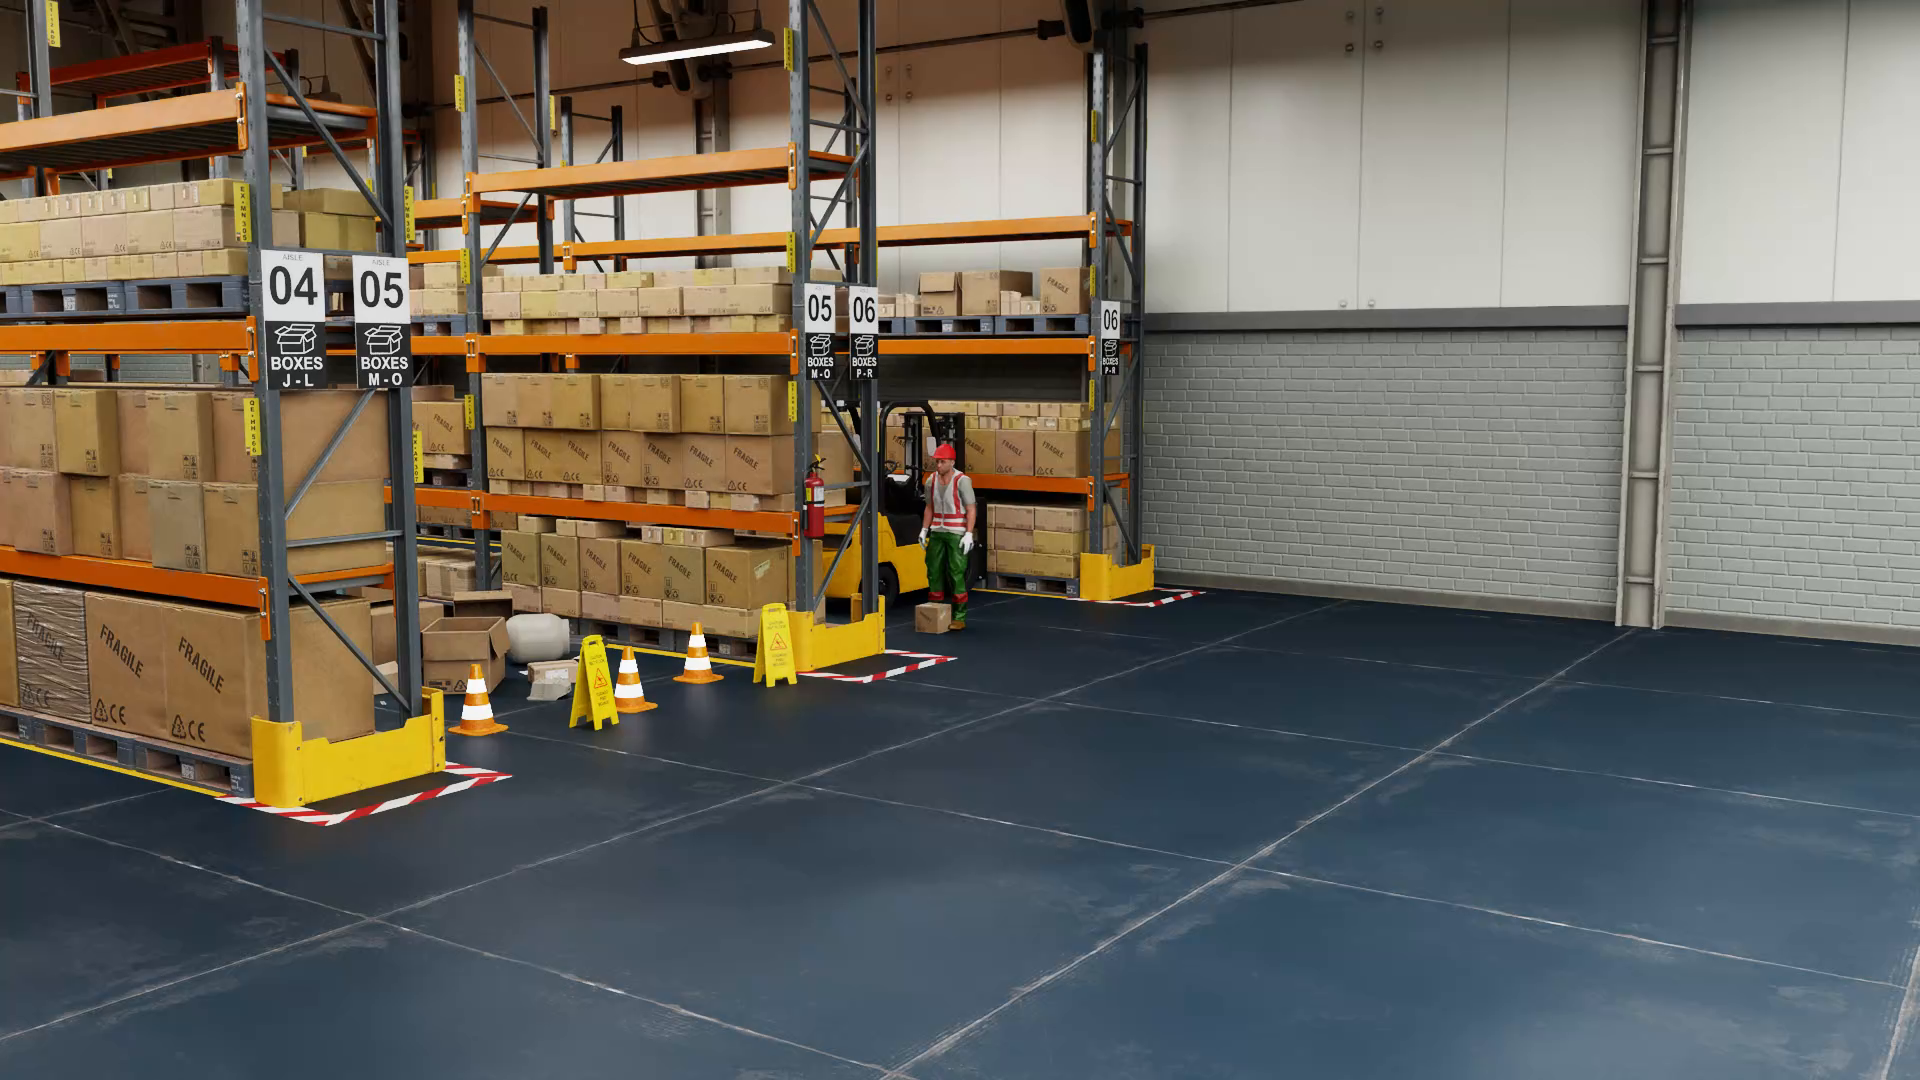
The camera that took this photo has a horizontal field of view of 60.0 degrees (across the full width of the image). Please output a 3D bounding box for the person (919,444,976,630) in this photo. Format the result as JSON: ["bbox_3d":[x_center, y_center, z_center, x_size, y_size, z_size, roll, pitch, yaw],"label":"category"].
[{"bbox_3d":[-0.131,-0.035,15.974,0.606,1.778,0.453,4,7,34],"label":"person"}]
